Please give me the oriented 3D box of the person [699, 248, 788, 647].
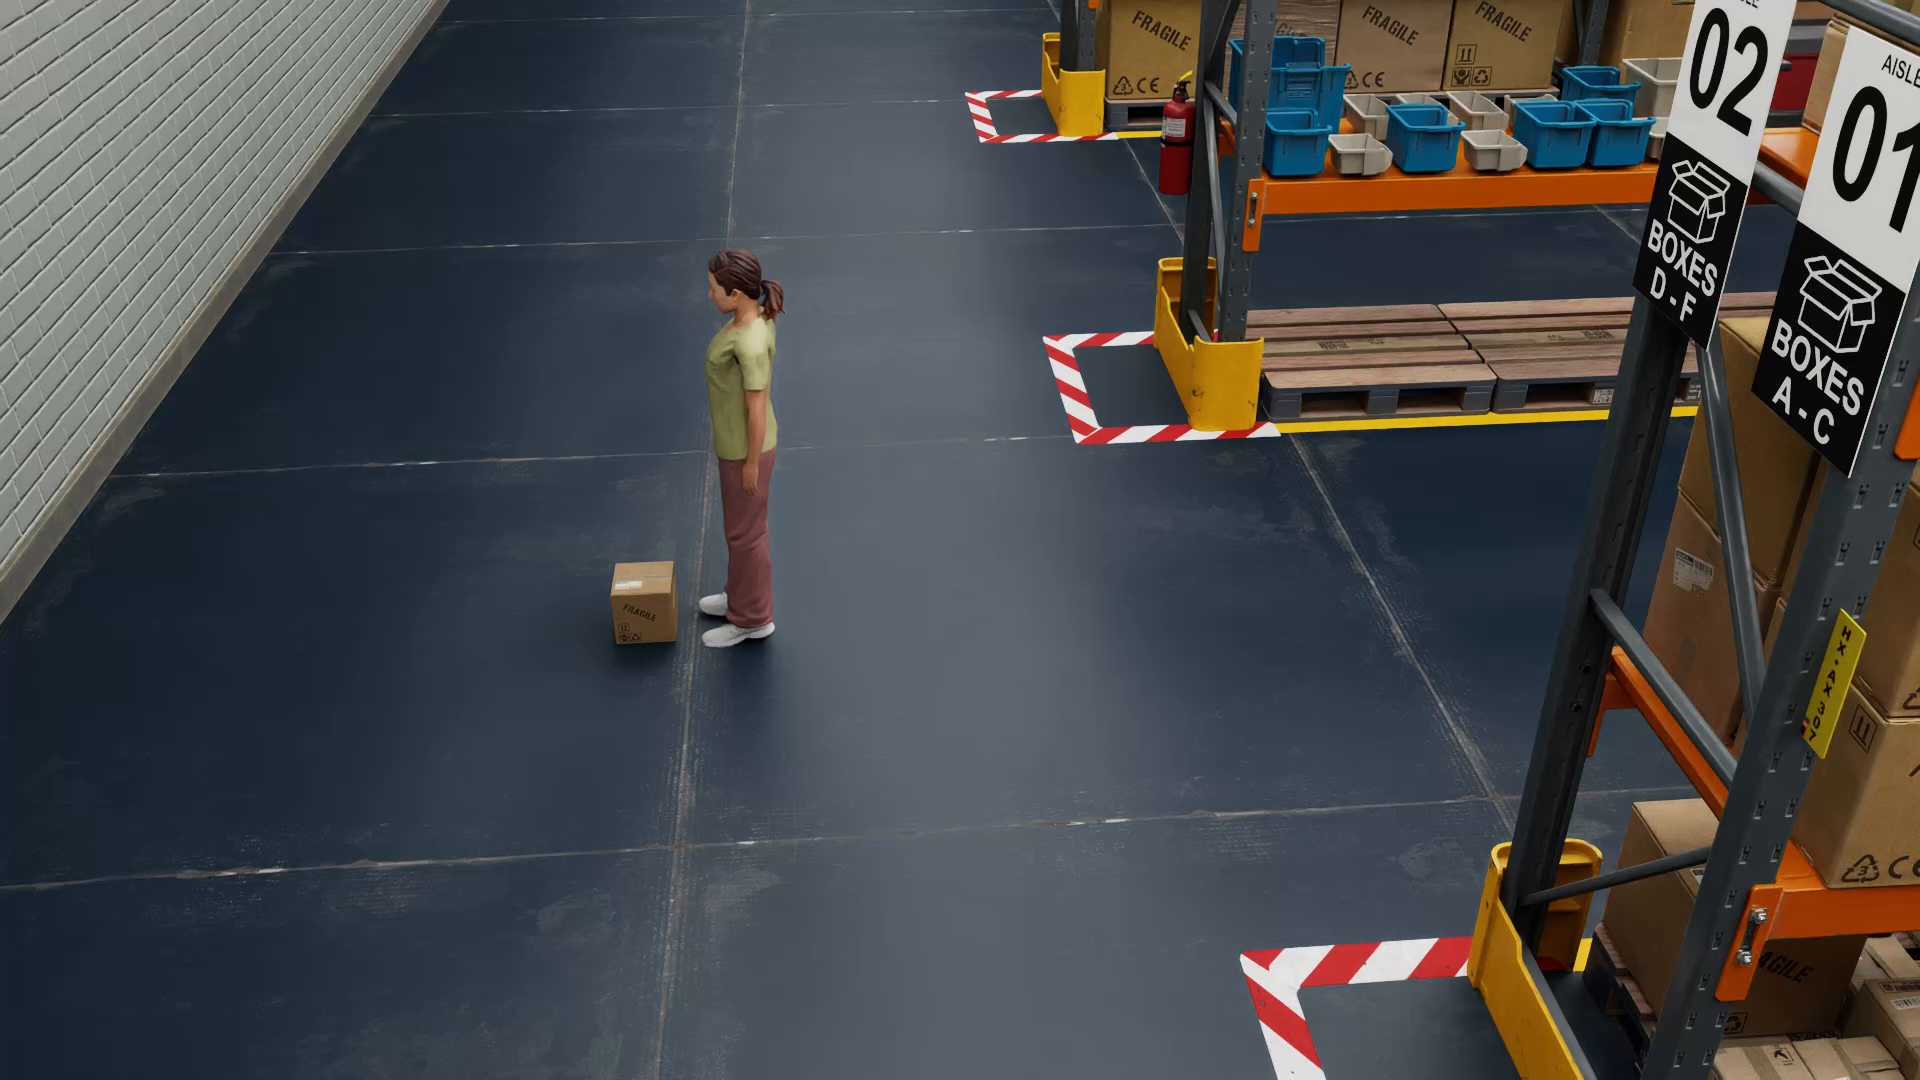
[{"bbox_3d":[-0.896,-0.372,6.738,0.460,1.704,0.455,-2,31,-4],"label":"person"}]
